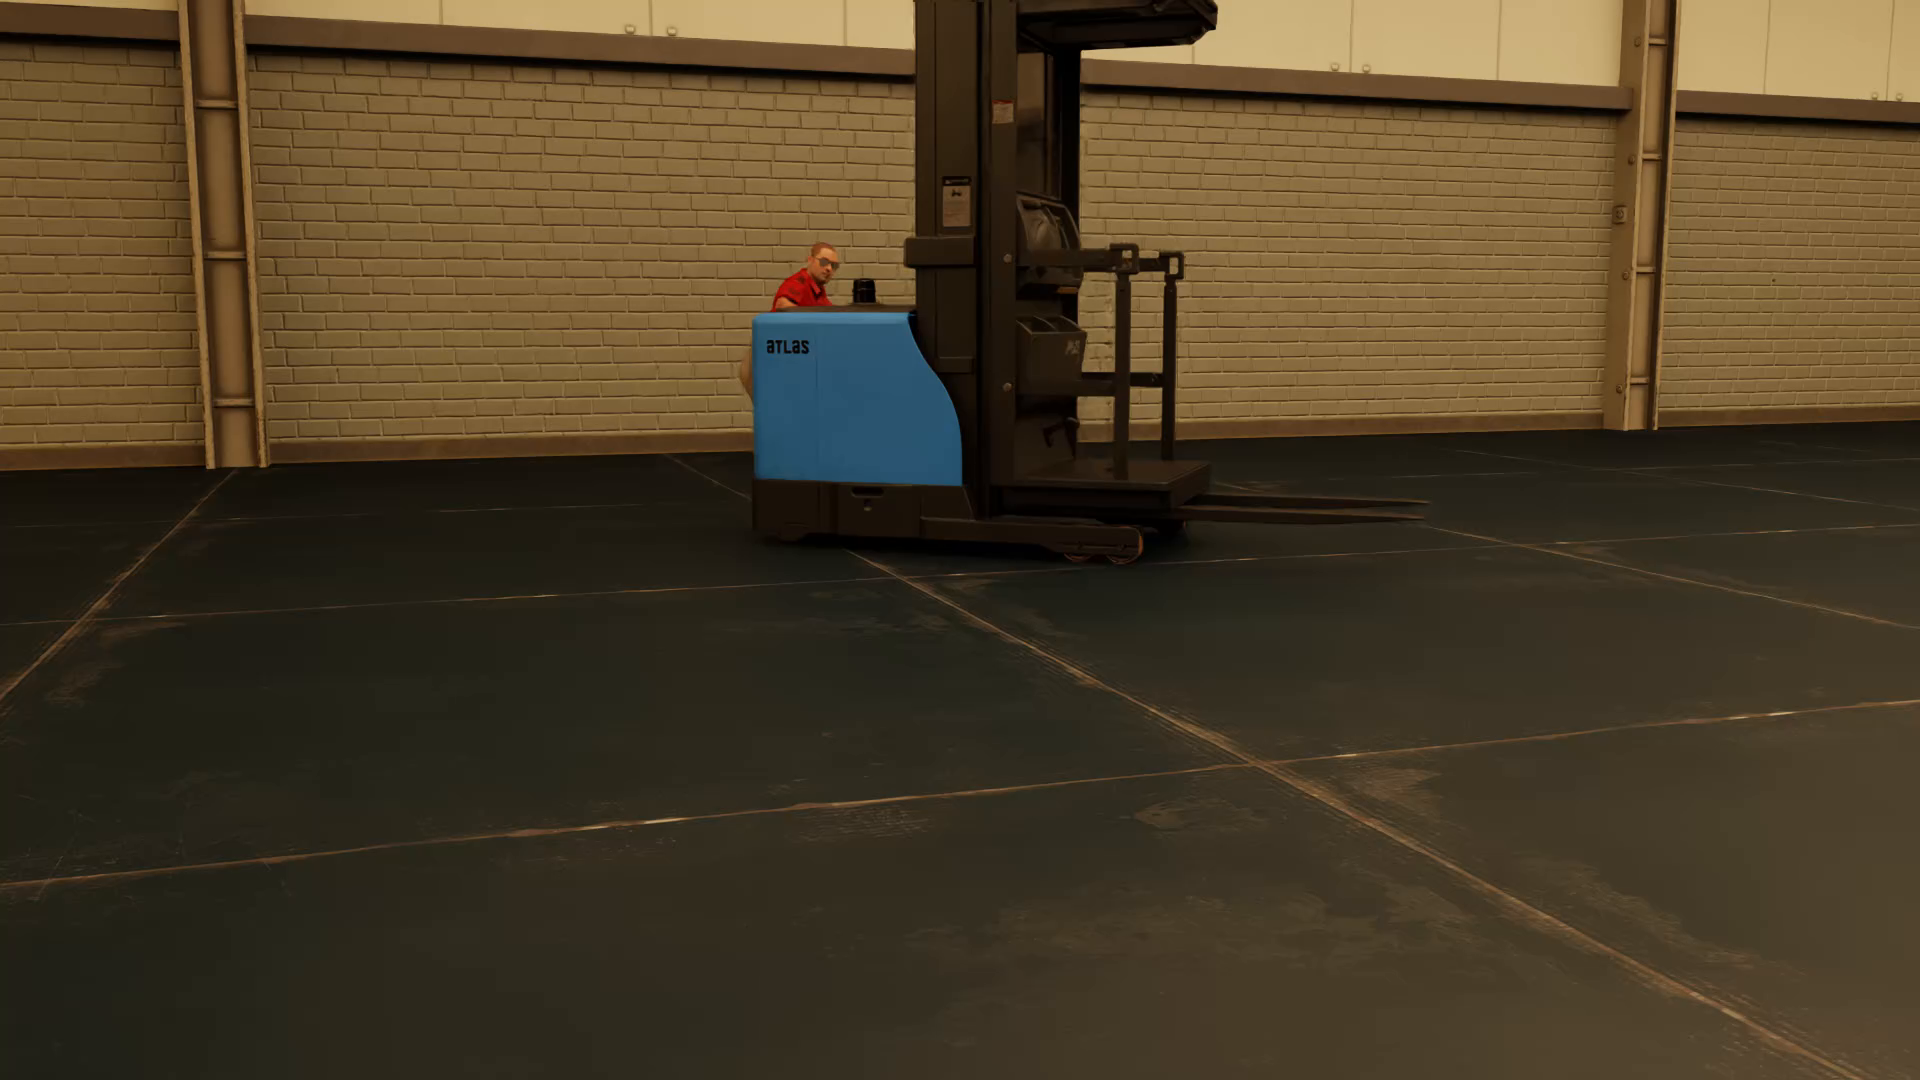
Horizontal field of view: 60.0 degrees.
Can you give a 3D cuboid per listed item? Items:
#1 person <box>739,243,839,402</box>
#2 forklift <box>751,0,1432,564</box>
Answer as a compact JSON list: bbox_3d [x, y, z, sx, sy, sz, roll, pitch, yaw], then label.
[{"bbox_3d":[-0.801,-1.020,9.882,0.956,1.486,0.997,-3,8,-20],"label":"person"},{"bbox_3d":[0.599,-1.428,7.546,3.031,2.935,1.130,3,8,18],"label":"forklift"}]
